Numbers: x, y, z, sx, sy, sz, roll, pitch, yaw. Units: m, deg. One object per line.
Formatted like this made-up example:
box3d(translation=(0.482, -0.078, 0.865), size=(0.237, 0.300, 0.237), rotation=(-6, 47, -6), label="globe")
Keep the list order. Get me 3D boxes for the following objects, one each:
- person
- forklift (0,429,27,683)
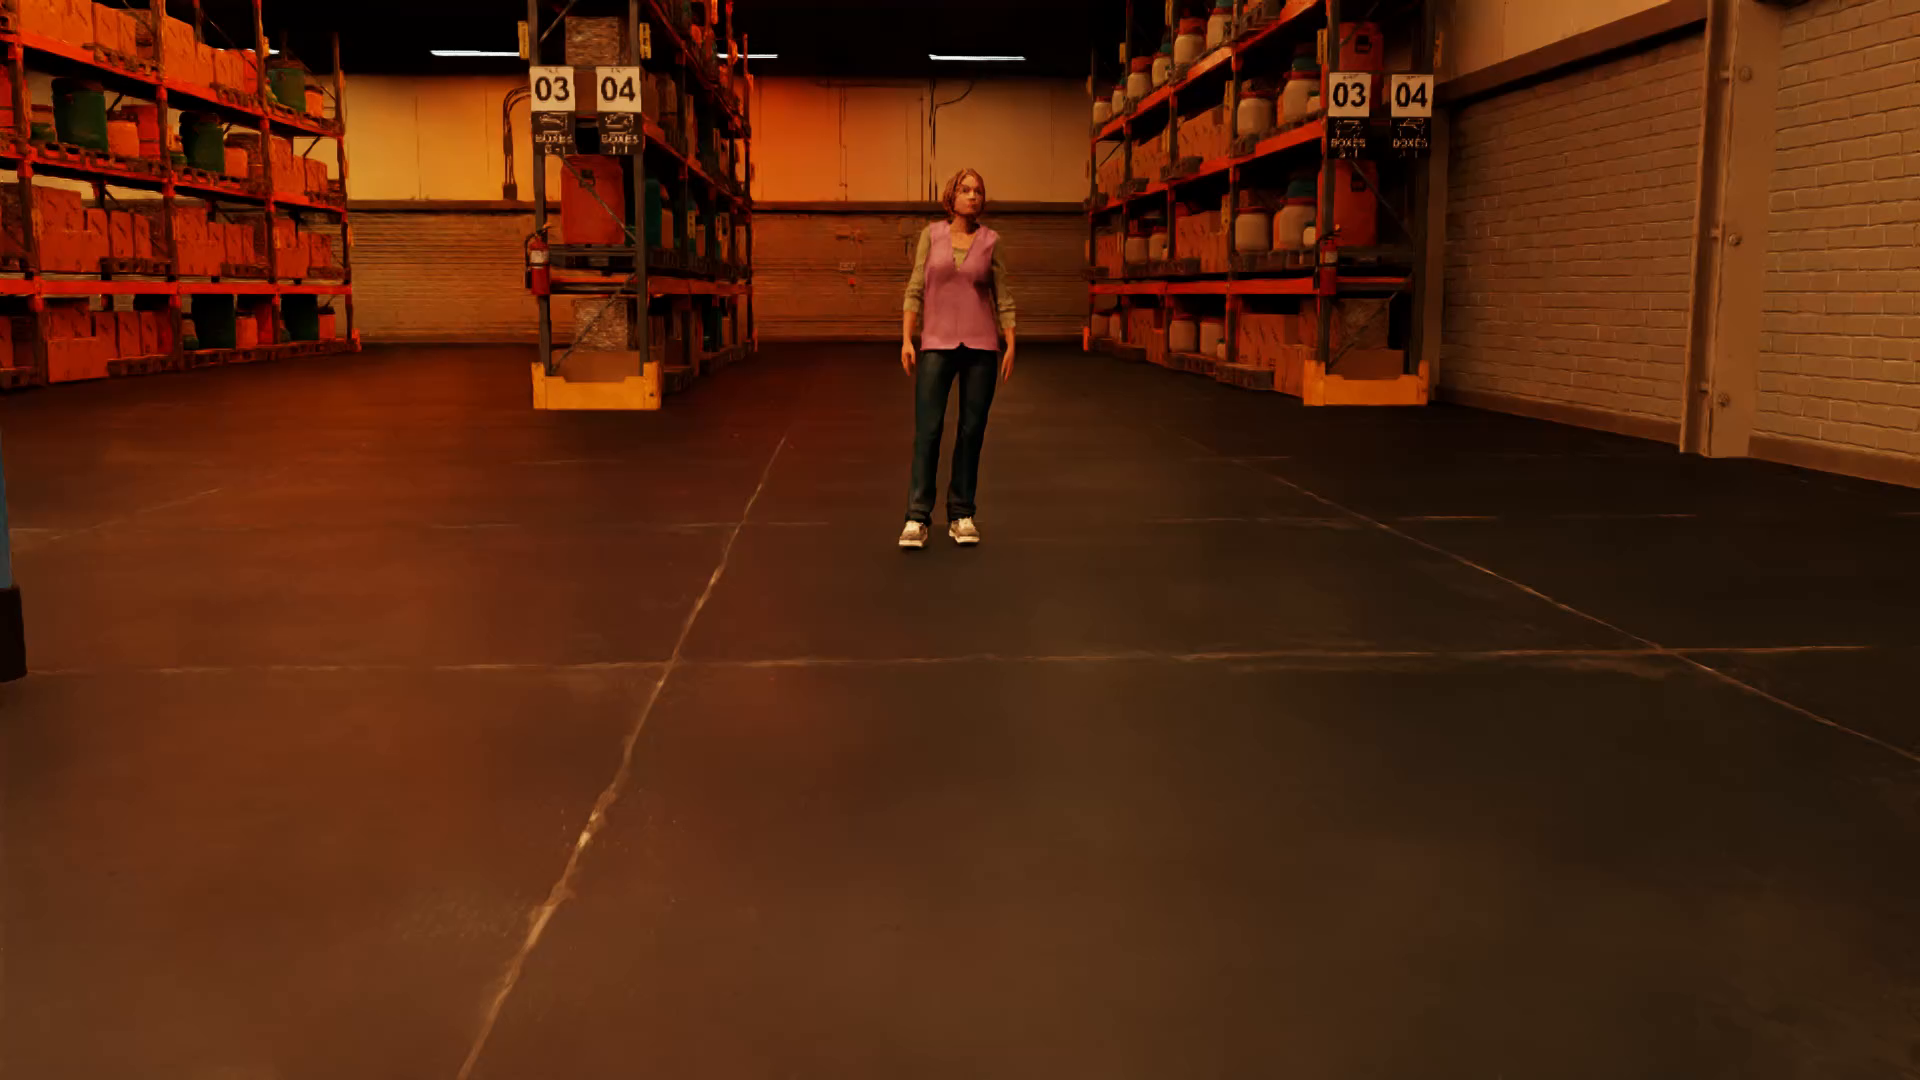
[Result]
box3d(translation=(-0.009, -0.786, 7.118), size=(0.520, 1.597, 0.474), rotation=(-1, 8, -4), label="person")
box3d(translation=(-3.893, -0.920, 3.525), size=(3.031, 2.935, 1.130), rotation=(-8, 11, -42), label="forklift")
